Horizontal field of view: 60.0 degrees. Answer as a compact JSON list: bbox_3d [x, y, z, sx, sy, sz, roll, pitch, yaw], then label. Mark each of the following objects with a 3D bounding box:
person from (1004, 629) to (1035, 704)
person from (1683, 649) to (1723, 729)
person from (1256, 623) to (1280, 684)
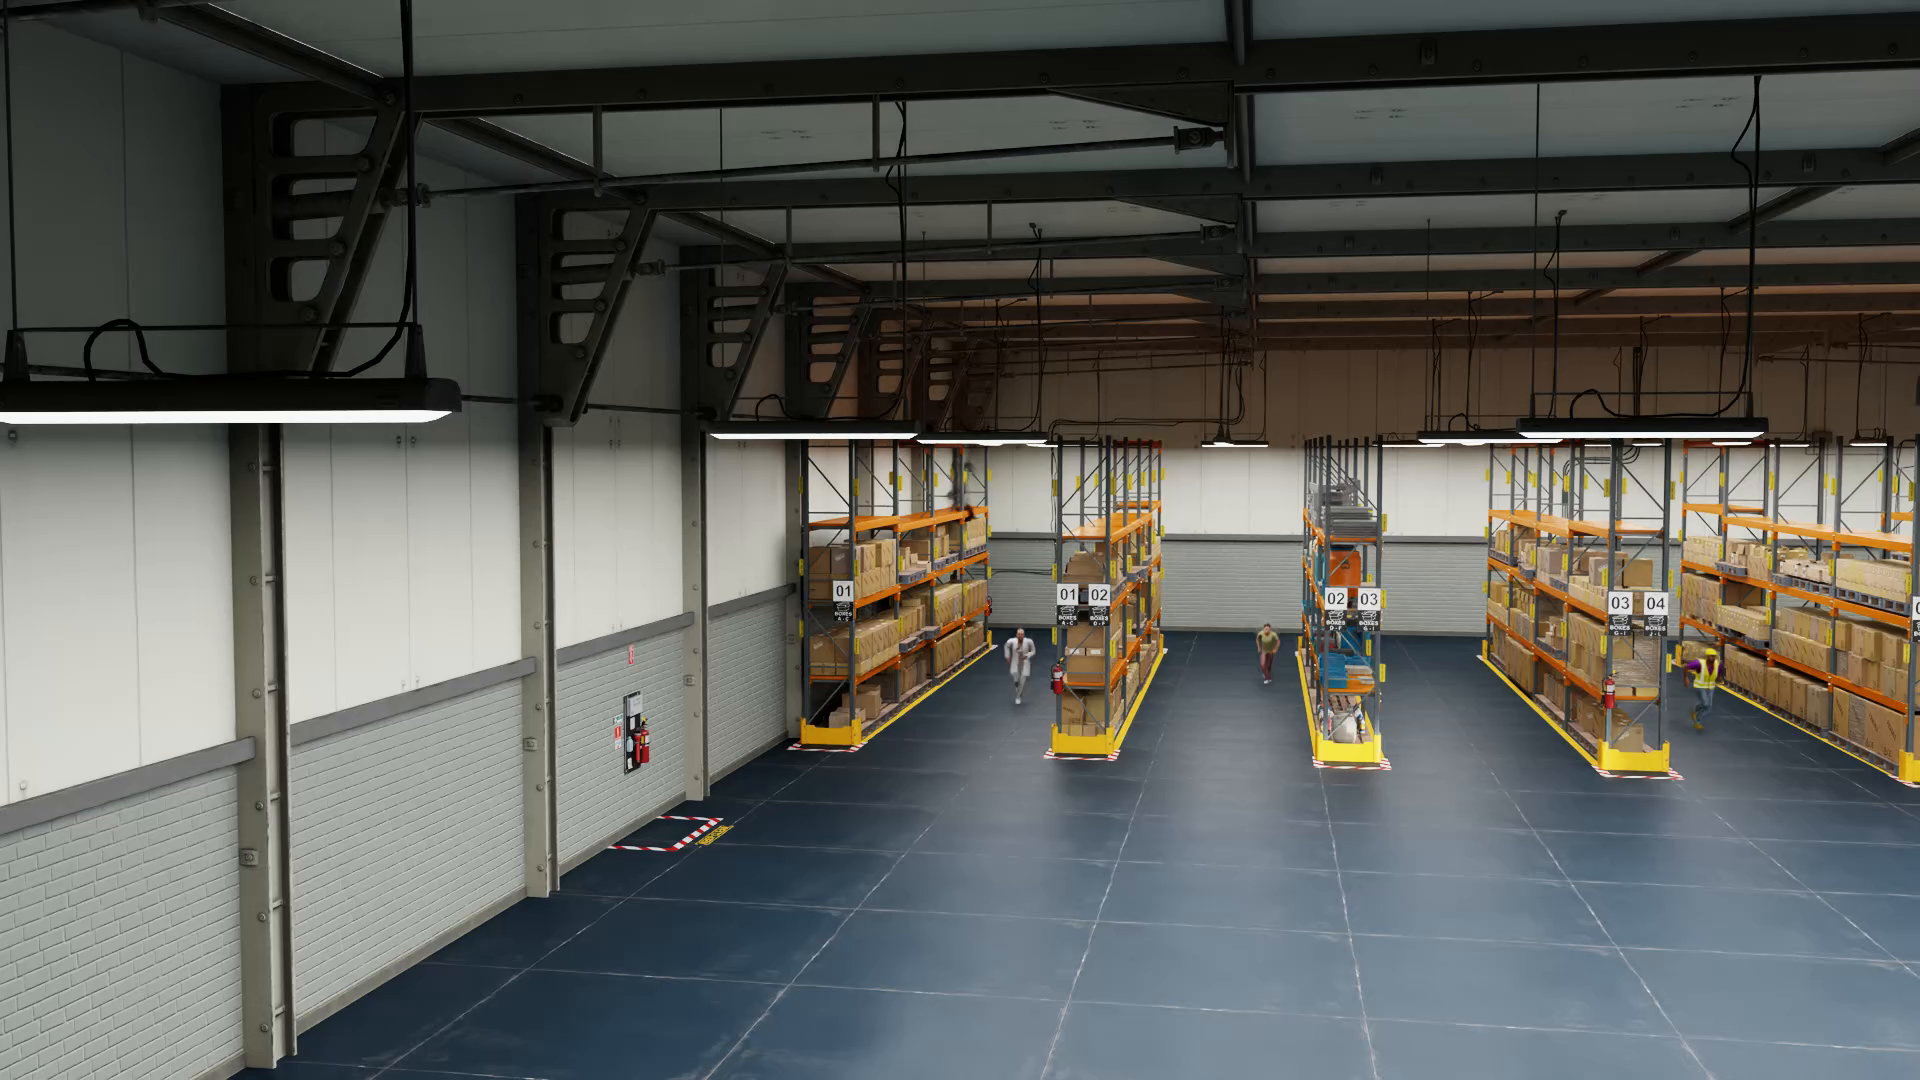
[{"bbox_3d":[1.352,2.851,37.581,0.697,1.706,0.778,0,3,-1],"label":"person"},{"bbox_3d":[15.246,3.047,33.987,0.684,1.681,0.711,-1,3,-10],"label":"person"},{"bbox_3d":[7.605,2.770,41.009,0.587,1.518,0.964,1,3,15],"label":"person"}]
